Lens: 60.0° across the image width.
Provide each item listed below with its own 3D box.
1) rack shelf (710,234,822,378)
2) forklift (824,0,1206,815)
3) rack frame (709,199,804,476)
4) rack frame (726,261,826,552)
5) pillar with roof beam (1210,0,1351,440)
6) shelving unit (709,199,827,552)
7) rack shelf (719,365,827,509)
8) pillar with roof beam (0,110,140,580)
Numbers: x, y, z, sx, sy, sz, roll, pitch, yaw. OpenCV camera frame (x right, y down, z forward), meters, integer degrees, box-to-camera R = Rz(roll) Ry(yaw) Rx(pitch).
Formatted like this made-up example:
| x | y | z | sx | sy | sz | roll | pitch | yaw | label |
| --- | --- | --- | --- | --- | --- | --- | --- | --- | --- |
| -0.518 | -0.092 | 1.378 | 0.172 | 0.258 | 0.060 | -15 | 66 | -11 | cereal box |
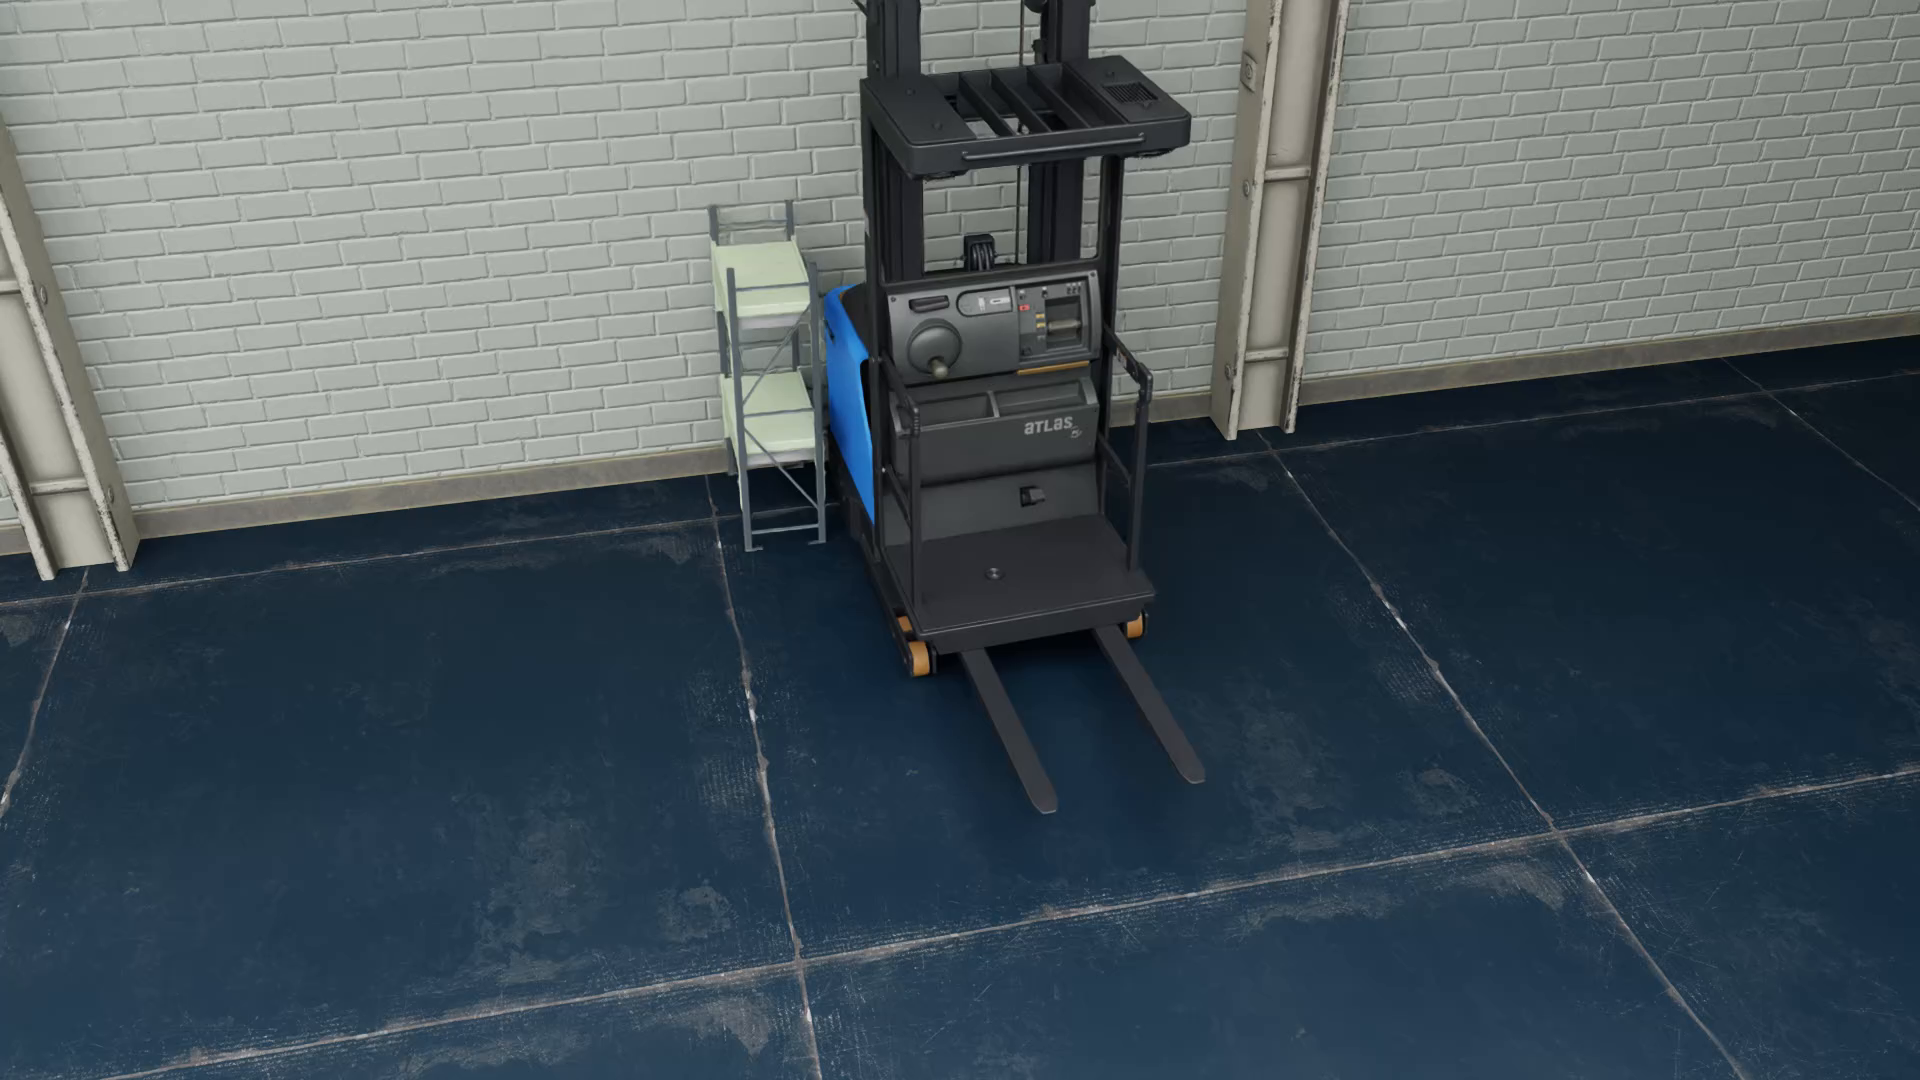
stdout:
| x | y | z | sx | sy | sz | roll | pitch | yaw | label |
| --- | --- | --- | --- | --- | --- | --- | --- | --- | --- |
| -0.923 | -1.115 | 7.859 | 0.431 | 0.370 | 0.720 | -7 | 34 | -11 | rack shelf |
| 0.214 | -0.856 | 6.895 | 1.130 | 2.935 | 3.031 | -9 | 35 | -13 | forklift |
| -1.011 | -0.989 | 8.371 | 0.400 | 1.500 | 0.023 | -7 | 34 | -11 | rack frame |
| -0.846 | -0.592 | 7.779 | 0.400 | 1.500 | 0.023 | -7 | 34 | -11 | rack frame |
| 2.563 | -2.049 | 3.227 | 0.400 | 9.000 | 9.100 | -7 | 35 | -11 | pillar with roof beam |
| -0.929 | -0.791 | 8.075 | 0.431 | 1.500 | 0.755 | -7 | 34 | -11 | shelving unit |
| -0.934 | -0.519 | 8.256 | 0.431 | 0.370 | 0.720 | -7 | 34 | -11 | rack shelf |
| -3.289 | -1.311 | 2.128 | 0.400 | 9.000 | 9.100 | -7 | 35 | -11 | pillar with roof beam |
